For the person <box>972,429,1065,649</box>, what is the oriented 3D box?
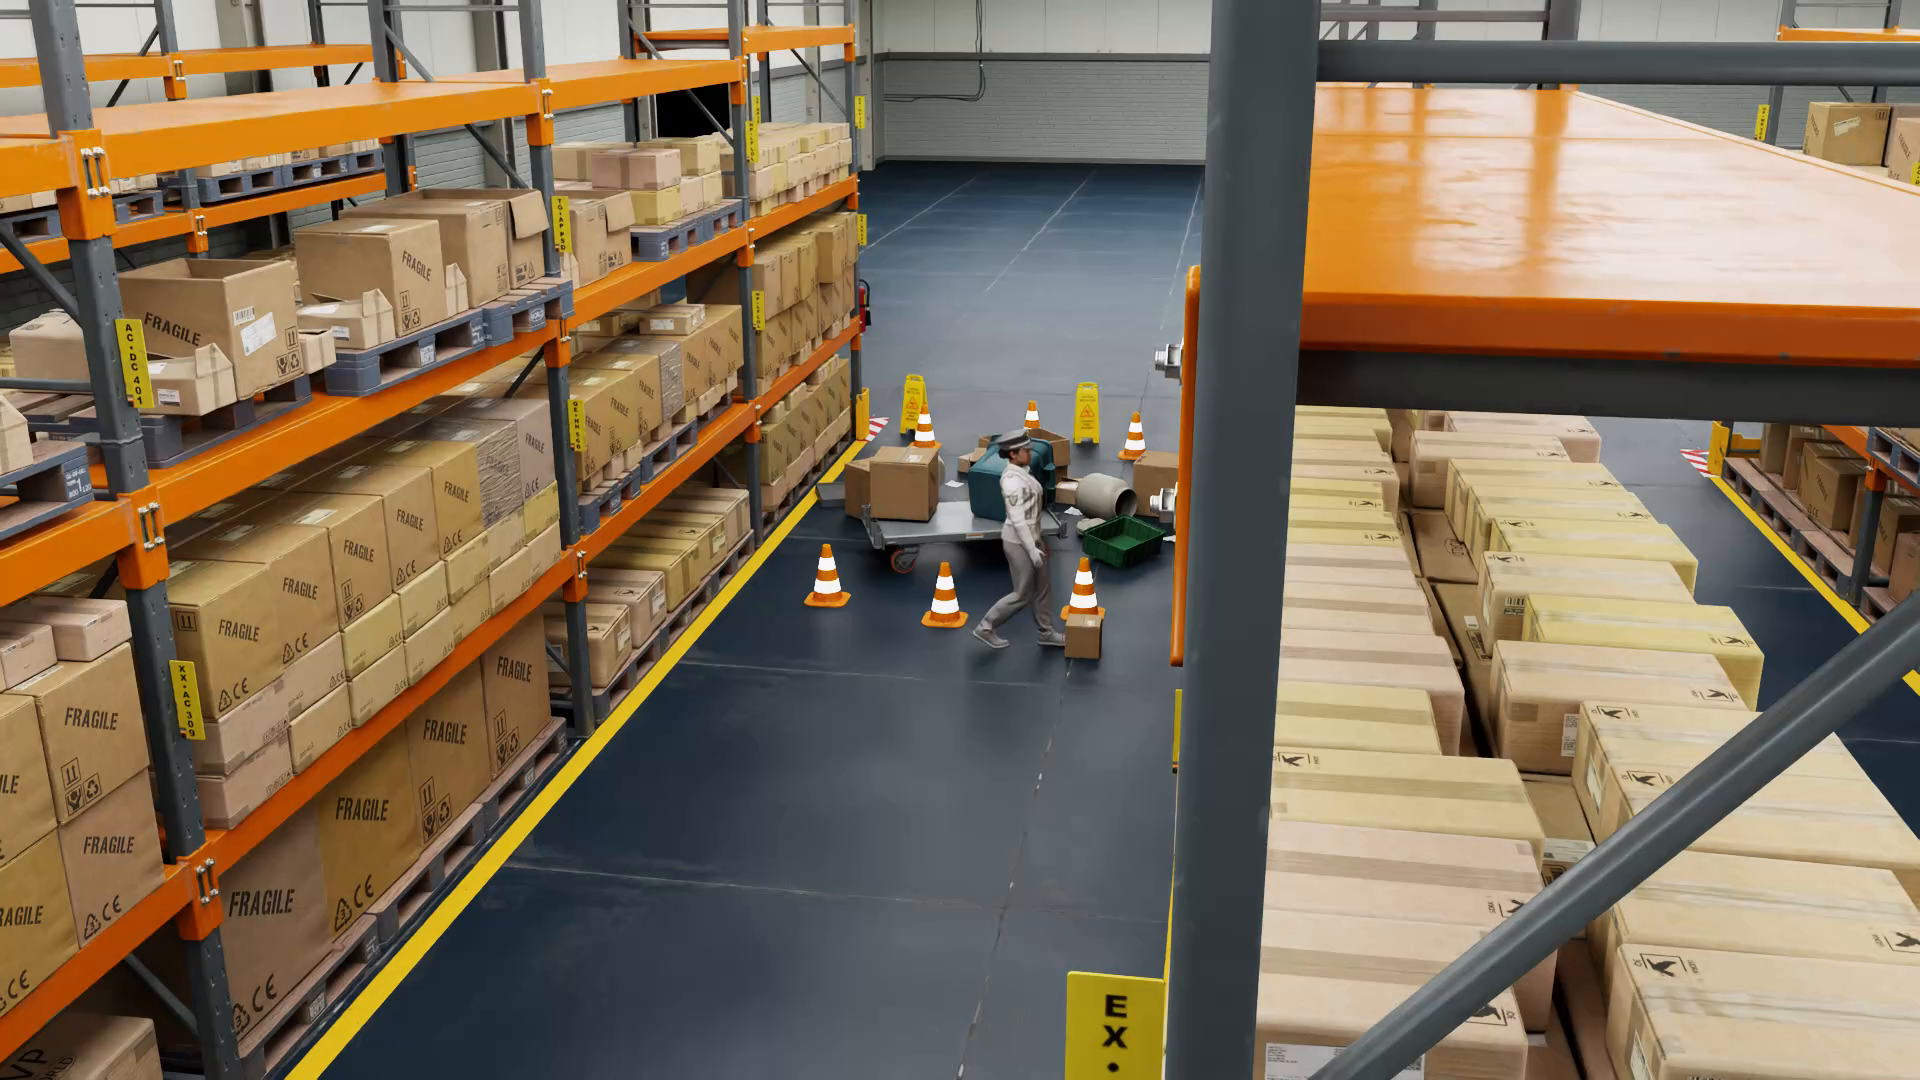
[{"bbox_3d":[0.475,0.002,12.016,0.739,1.659,0.492,3,18,9],"label":"person"}]
